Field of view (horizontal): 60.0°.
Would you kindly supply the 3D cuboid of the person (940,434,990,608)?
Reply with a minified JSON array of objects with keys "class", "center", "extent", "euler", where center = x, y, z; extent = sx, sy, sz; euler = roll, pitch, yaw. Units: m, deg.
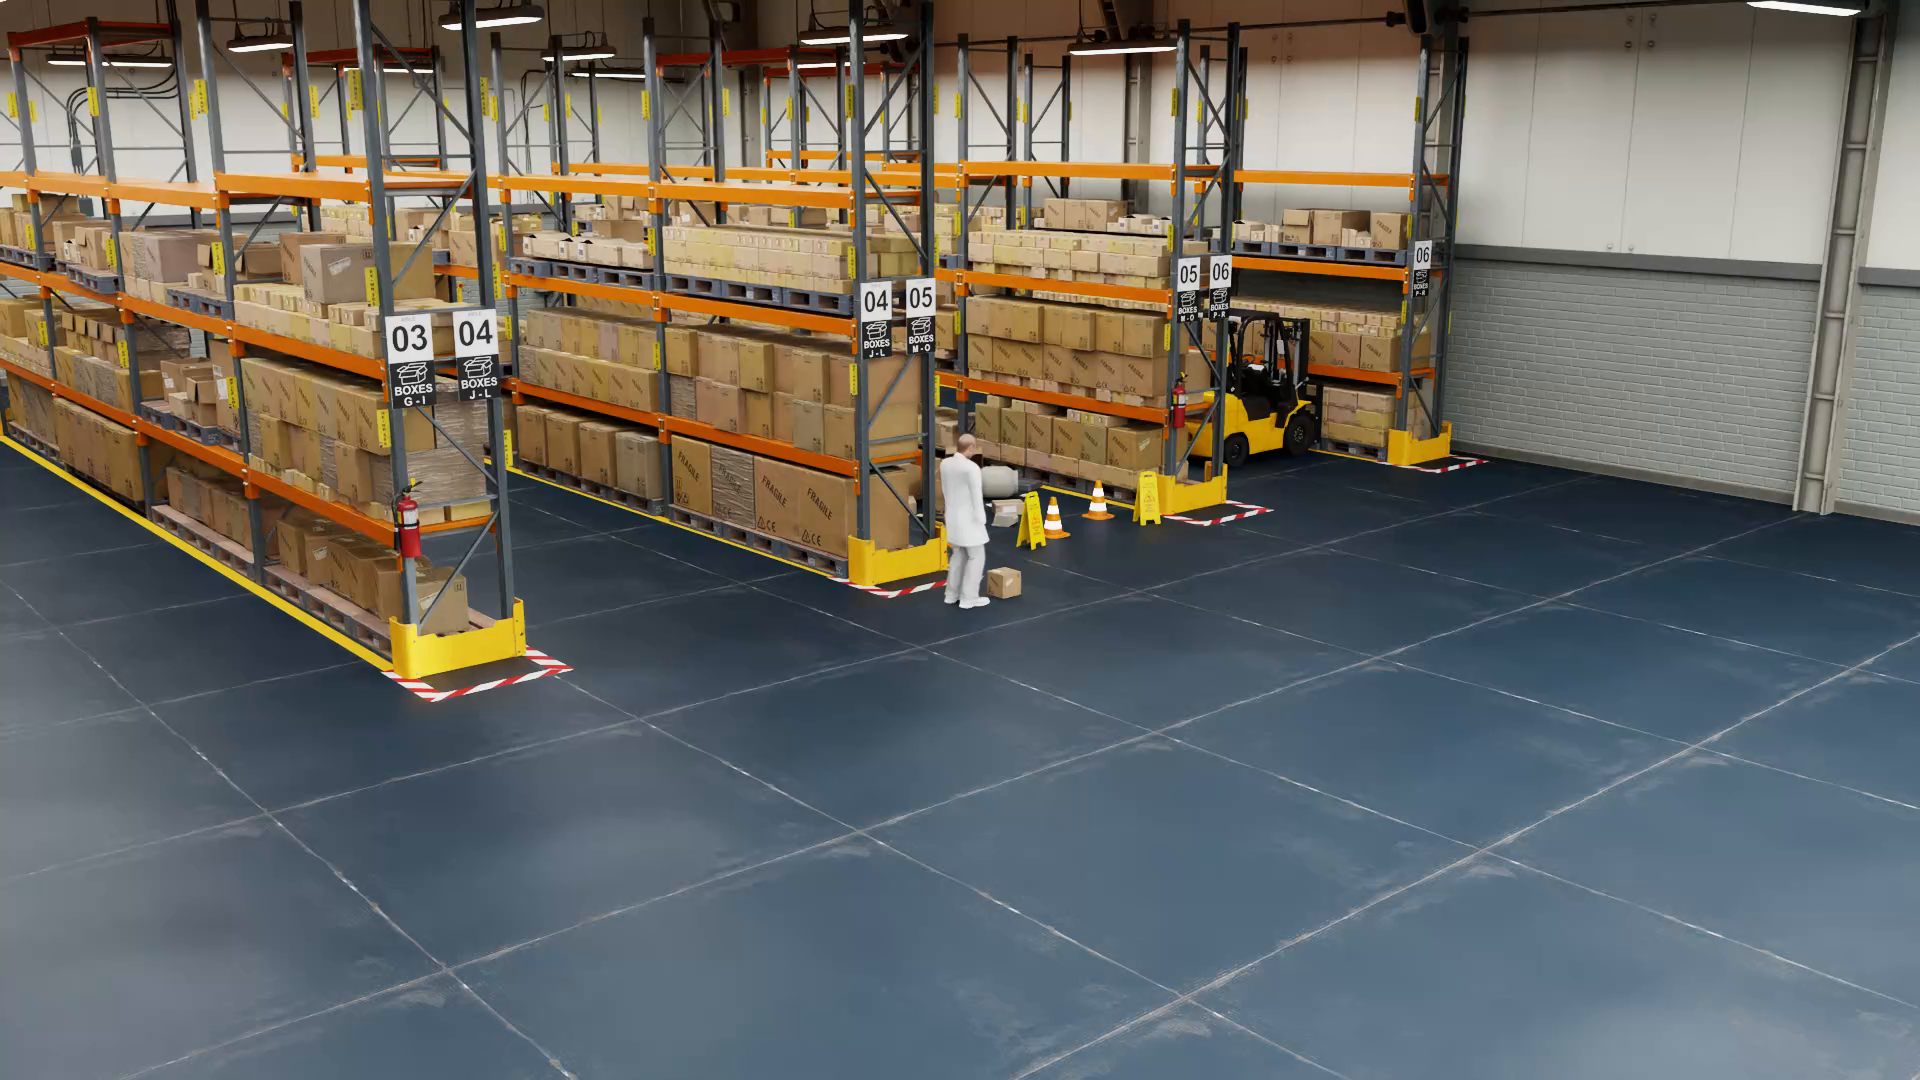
[{"class":"person","center":[0.048,-0.202,16.911],"extent":[0.378,1.757,0.572],"euler":[-11,18,-38]}]
